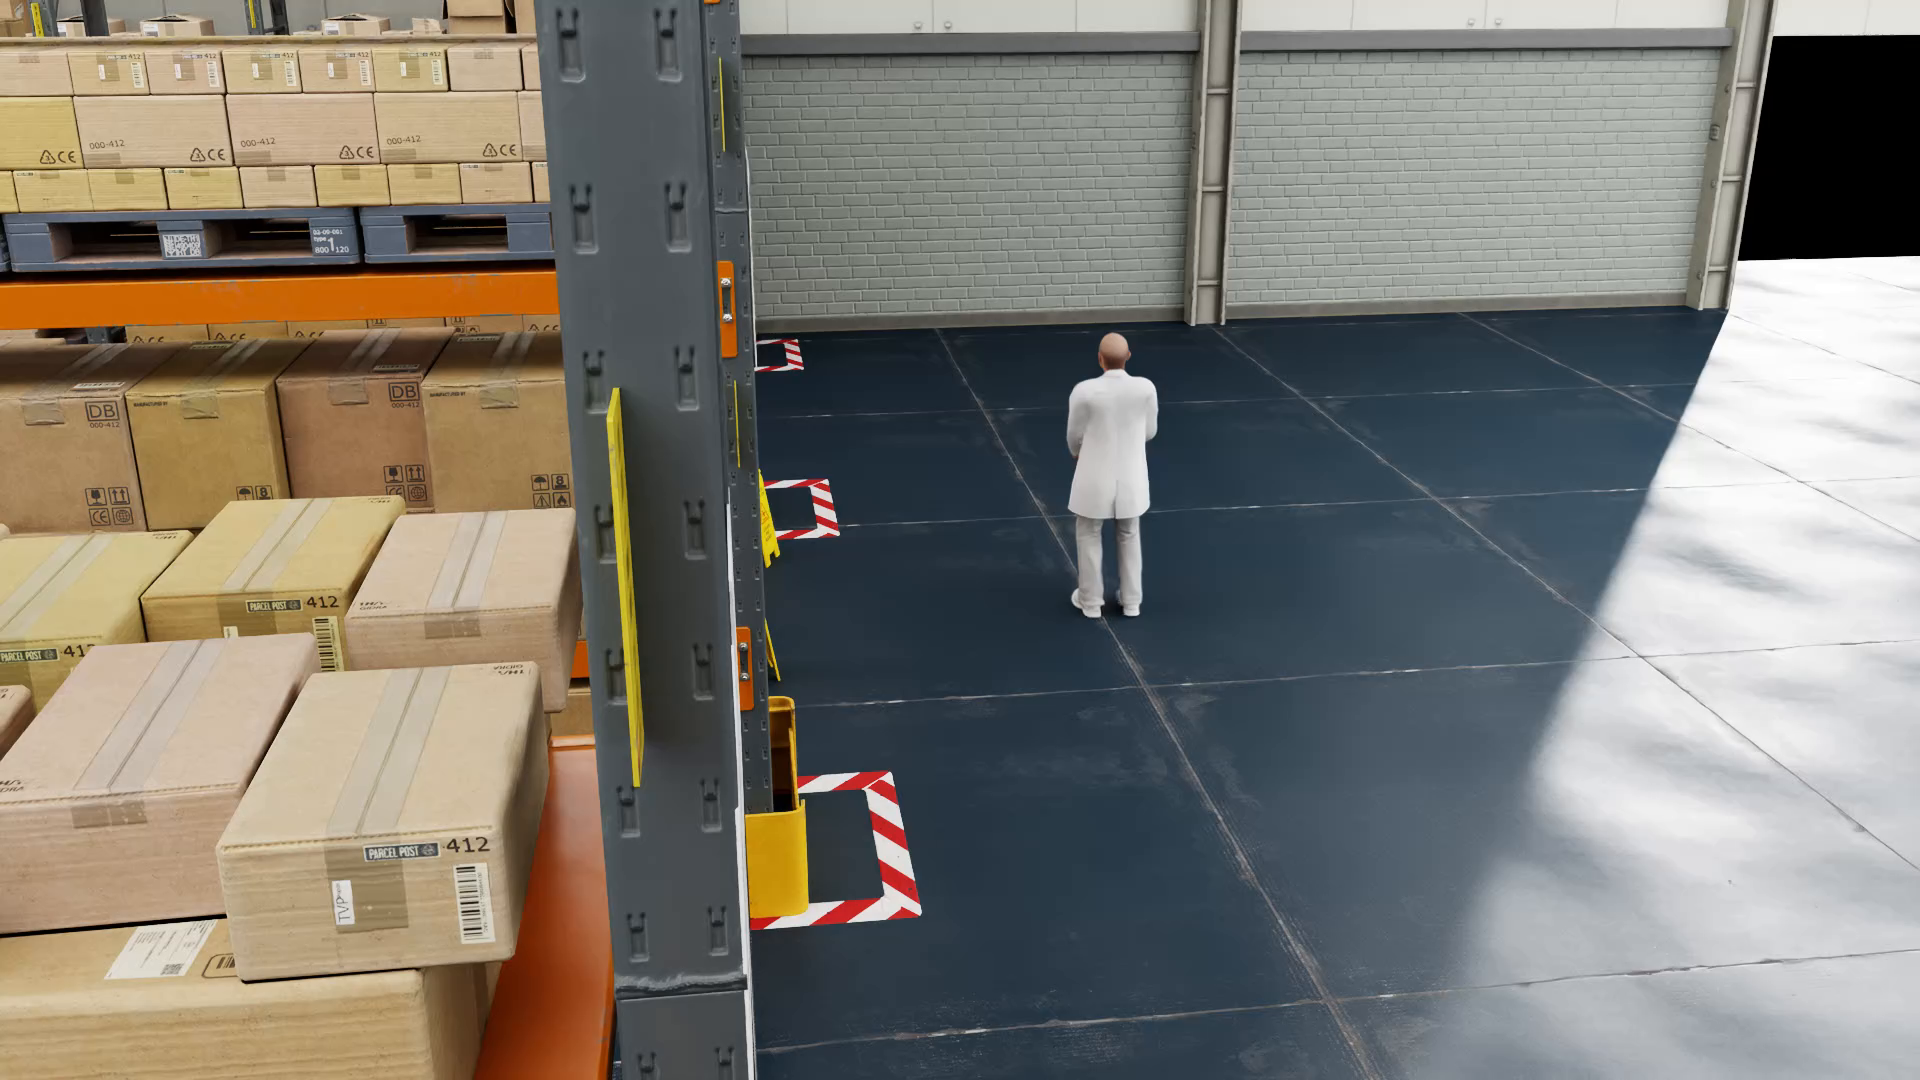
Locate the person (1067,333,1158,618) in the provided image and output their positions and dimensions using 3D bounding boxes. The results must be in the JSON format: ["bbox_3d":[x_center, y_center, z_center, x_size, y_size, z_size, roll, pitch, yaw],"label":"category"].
[{"bbox_3d":[0.907,-0.422,10.262,0.559,1.782,0.517,-3,20,-8],"label":"person"}]
